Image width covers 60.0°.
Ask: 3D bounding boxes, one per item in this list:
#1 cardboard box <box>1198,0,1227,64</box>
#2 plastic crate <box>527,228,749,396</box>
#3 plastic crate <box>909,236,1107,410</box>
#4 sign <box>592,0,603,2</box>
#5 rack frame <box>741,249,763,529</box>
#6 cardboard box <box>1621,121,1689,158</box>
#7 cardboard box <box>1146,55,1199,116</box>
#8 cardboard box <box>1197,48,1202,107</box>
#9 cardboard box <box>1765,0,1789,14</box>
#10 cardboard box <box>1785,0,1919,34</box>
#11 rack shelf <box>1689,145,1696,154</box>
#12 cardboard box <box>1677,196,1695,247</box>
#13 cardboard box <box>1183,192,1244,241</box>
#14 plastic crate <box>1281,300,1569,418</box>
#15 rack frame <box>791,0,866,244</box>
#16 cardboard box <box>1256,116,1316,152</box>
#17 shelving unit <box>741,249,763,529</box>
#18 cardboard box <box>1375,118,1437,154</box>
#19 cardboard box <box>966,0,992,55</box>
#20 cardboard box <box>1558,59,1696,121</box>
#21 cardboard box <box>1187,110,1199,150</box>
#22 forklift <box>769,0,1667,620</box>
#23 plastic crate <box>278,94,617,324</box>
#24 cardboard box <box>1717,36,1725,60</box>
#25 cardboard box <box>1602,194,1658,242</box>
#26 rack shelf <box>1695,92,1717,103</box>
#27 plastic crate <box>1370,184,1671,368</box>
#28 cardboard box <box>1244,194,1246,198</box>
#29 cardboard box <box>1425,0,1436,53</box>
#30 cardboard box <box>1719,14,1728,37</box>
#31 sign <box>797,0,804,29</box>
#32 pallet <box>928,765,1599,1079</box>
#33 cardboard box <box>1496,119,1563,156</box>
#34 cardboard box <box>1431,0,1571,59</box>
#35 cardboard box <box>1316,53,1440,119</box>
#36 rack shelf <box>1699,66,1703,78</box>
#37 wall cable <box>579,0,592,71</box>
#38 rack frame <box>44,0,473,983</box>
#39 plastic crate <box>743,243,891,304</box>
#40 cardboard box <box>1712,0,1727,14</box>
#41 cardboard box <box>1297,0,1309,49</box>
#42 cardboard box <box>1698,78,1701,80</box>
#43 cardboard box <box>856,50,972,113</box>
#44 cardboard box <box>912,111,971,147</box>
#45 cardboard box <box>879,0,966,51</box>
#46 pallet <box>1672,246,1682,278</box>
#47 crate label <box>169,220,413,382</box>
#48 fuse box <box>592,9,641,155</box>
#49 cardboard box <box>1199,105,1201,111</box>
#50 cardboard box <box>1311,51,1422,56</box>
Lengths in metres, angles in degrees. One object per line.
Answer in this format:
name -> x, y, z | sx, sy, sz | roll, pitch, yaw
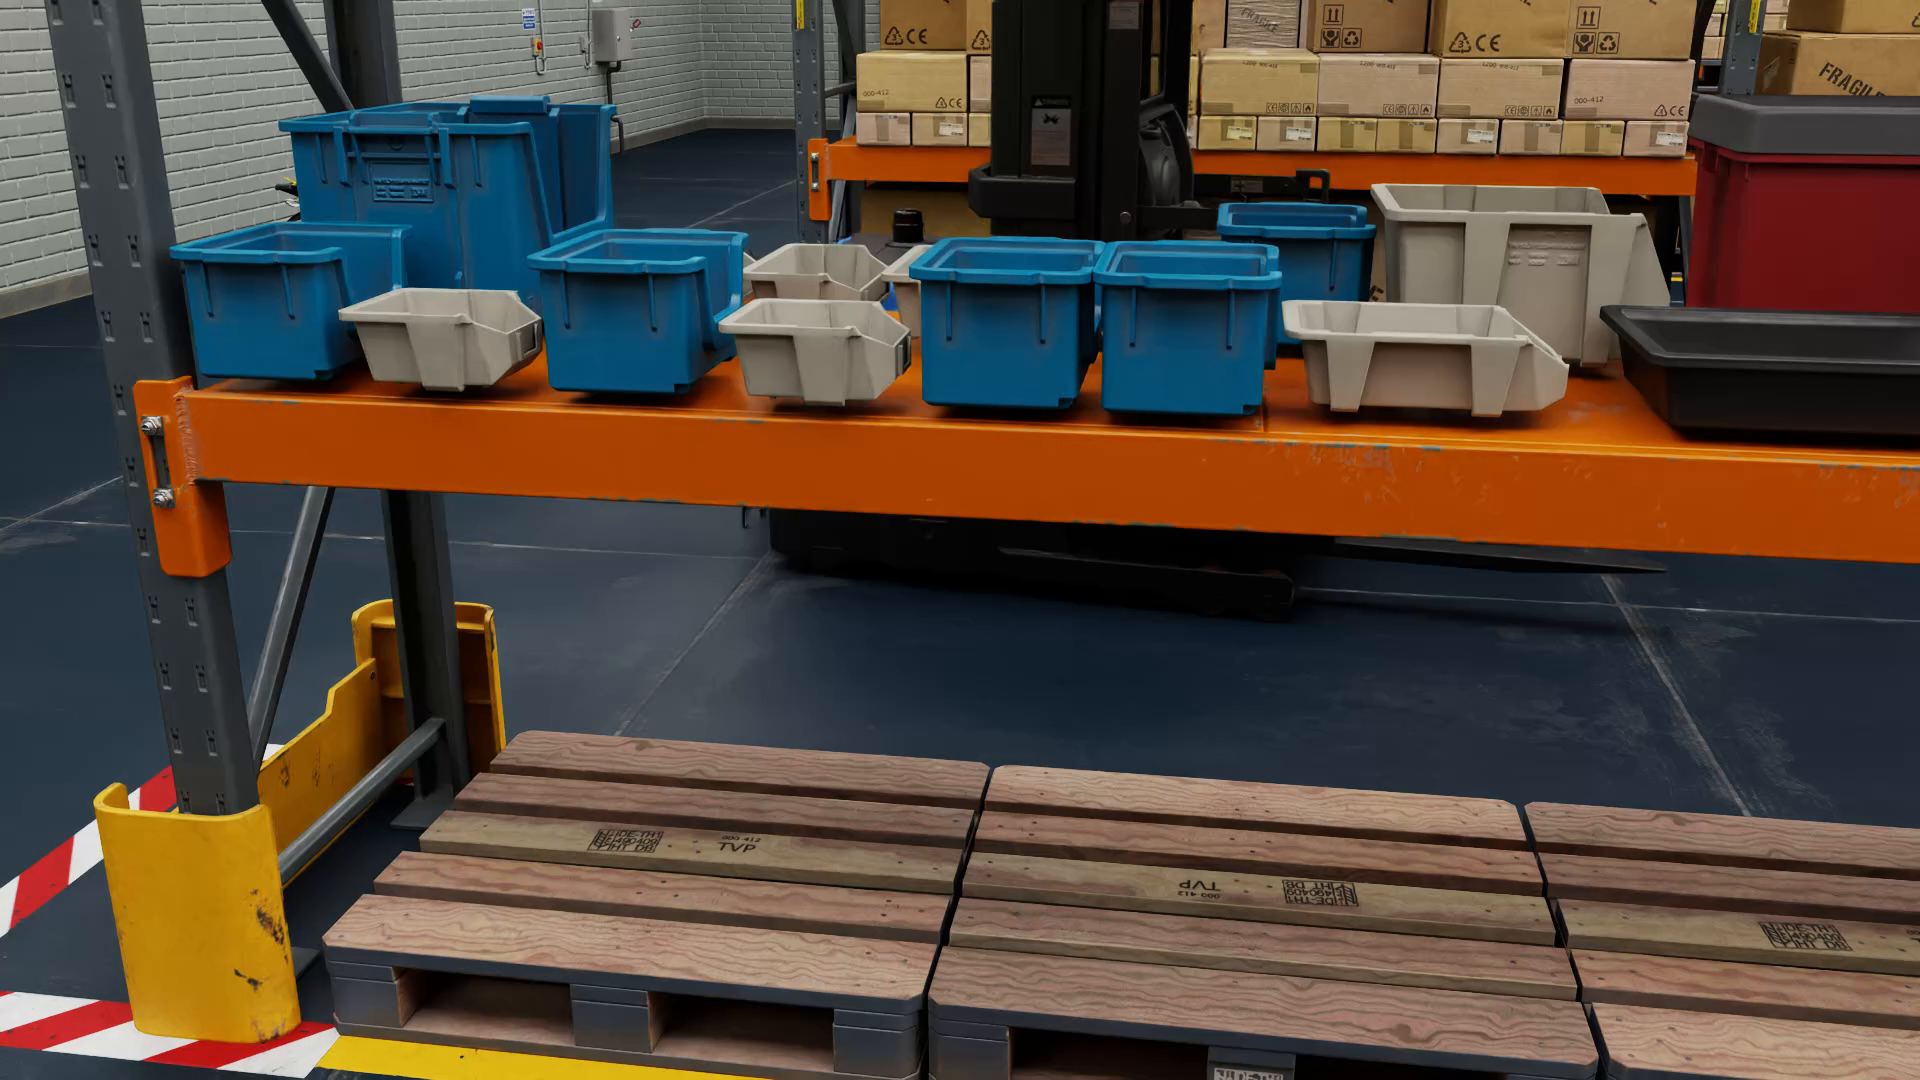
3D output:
cardboard box -> 1.683, -3.743, 12.136 | 0.500, 0.500, 0.500 | 3, 19, 9
plastic crate -> -0.561, -0.411, 2.974 | 0.300, 0.233, 0.416 | 3, 19, 9
plastic crate -> 0.089, -0.378, 2.875 | 0.300, 0.233, 0.416 | 3, 19, 9
sign -> -4.352, -6.579, 19.937 | 0.001, 0.242, 0.339 | 3, 19, 9
rack frame -> -0.813, -0.570, 6.352 | 0.008, 1.050, 0.200 | 5, 19, 15
cardboard box -> 2.979, -1.755, 7.216 | 0.250, 0.149, 0.380 | 3, 19, 9
cardboard box -> 0.824, -2.073, 7.539 | 0.500, 0.250, 0.500 | 2, 19, 7
cardboard box -> 0.907, -2.240, 8.038 | 0.500, 0.250, 0.500 | 2, 19, 7
cardboard box -> 5.563, -3.656, 11.300 | 0.250, 0.149, 0.380 | 3, 19, 8
cardboard box -> 3.964, -2.455, 7.174 | 0.637, 0.503, 0.797 | 2, 19, 7
rack shelf -> 5.307, -1.519, 7.250 | 4.000, 0.370, 1.077 | 3, 19, 9
cardboard box -> 5.429, -2.377, 11.959 | 0.500, 0.500, 0.500 | 4, 19, 11
cardboard box -> 0.926, -1.301, 8.151 | 0.875, 0.875, 0.875 | 3, 19, 9
plastic crate -> 0.780, -0.306, 2.812 | 0.466, 0.136, 0.293 | 3, 19, 9
rack frame -> -0.617, -2.162, 8.039 | 0.127, 3.000, 1.000 | 3, 19, 9
cardboard box -> 1.459, -1.832, 7.448 | 0.250, 0.149, 0.380 | 3, 19, 10
shelving unit -> -0.696, -0.560, 6.321 | 0.252, 1.050, 0.215 | 5, 19, 15
cardboard box -> 1.963, -1.806, 7.371 | 0.250, 0.149, 0.380 | 3, 19, 10
cardboard box -> 0.308, -2.454, 7.496 | 0.500, 0.500, 0.500 | 2, 19, 7
cardboard box -> 2.855, -1.971, 7.234 | 0.500, 0.250, 0.500 | 3, 19, 8
cardboard box -> 0.951, -1.858, 7.525 | 0.250, 0.149, 0.380 | 3, 19, 8
forklift -> 0.889, -1.312, 5.604 | 3.031, 2.935, 1.130 | 5, 19, 15
plastic crate -> -1.042, -0.698, 3.511 | 0.499, 0.435, 0.616 | 3, 19, 9
cardboard box -> 5.304, -3.387, 11.433 | 0.250, 0.149, 0.380 | 3, 19, 9
cardboard box -> 2.693, -1.211, 7.882 | 0.875, 0.875, 0.875 | 3, 19, 9
rack shelf -> 6.194, -3.068, 11.879 | 4.000, 0.370, 1.077 | 3, 19, 9
plastic crate -> 1.068, -0.516, 3.211 | 0.530, 0.282, 0.437 | 3, 19, 9
cardboard box -> 2.036, -2.648, 12.383 | 0.250, 0.149, 0.380 | 3, 19, 9
cardboard box -> 2.415, -2.518, 7.687 | 0.500, 0.500, 0.500 | 3, 19, 9
cardboard box -> 5.303, -3.529, 11.388 | 0.250, 0.149, 0.380 | 2, 19, 6
sign -> -0.711, -2.437, 7.370 | 0.005, 0.325, 0.100 | 3, 19, 9
pallet -> 0.607, 0.827, 3.498 | 1.213, 0.211, 1.003 | 3, 19, 9
cardboard box -> 2.472, -1.781, 7.293 | 0.250, 0.149, 0.380 | 3, 19, 8
cardboard box -> 2.342, -2.353, 7.193 | 0.500, 0.500, 0.500 | 3, 19, 9
cardboard box -> 1.840, -2.022, 7.387 | 0.500, 0.250, 0.500 | 3, 19, 10
rack shelf -> 6.879, -4.624, 16.529 | 4.000, 0.370, 1.077 | 3, 19, 9
wall cable -> -4.403, -6.470, 19.312 | 0.122, 1.984, 0.588 | 3, 19, 9
rack frame -> -1.403, -0.611, 3.401 | 0.127, 3.000, 1.000 | 3, 19, 9
plastic crate -> -0.285, -0.511, 3.423 | 0.243, 0.136, 0.396 | 3, 19, 9
cardboard box -> 5.064, -3.682, 11.378 | 0.250, 0.149, 0.380 | 3, 19, 9
cardboard box -> 2.693, -3.686, 11.966 | 0.500, 0.500, 0.500 | 3, 19, 8
cardboard box -> 7.305, -4.163, 16.705 | 0.875, 0.875, 0.875 | 3, 19, 9
cardboard box -> -0.186, -2.124, 7.690 | 0.500, 0.250, 0.500 | 2, 19, 7
cardboard box -> -0.065, -1.910, 7.679 | 0.250, 0.149, 0.380 | 3, 19, 8
cardboard box -> -0.094, -2.646, 8.069 | 0.500, 0.500, 0.500 | 3, 19, 9
pallet -> 4.988, -2.149, 12.393 | 1.213, 0.211, 1.003 | 3, 19, 9
crate label -> -1.211, -0.444, 3.073 | 0.303, 0.233, 0.416 | 3, 19, 9
fuse box -> -4.139, -5.583, 20.293 | 0.414, 1.711, 0.539 | 3, 19, 9
cardboard box -> 1.296, -2.052, 8.103 | 0.250, 0.149, 0.380 | 3, 19, 10
cardboard box -> 1.907, -2.188, 7.882 | 0.500, 0.250, 0.500 | 3, 19, 10
